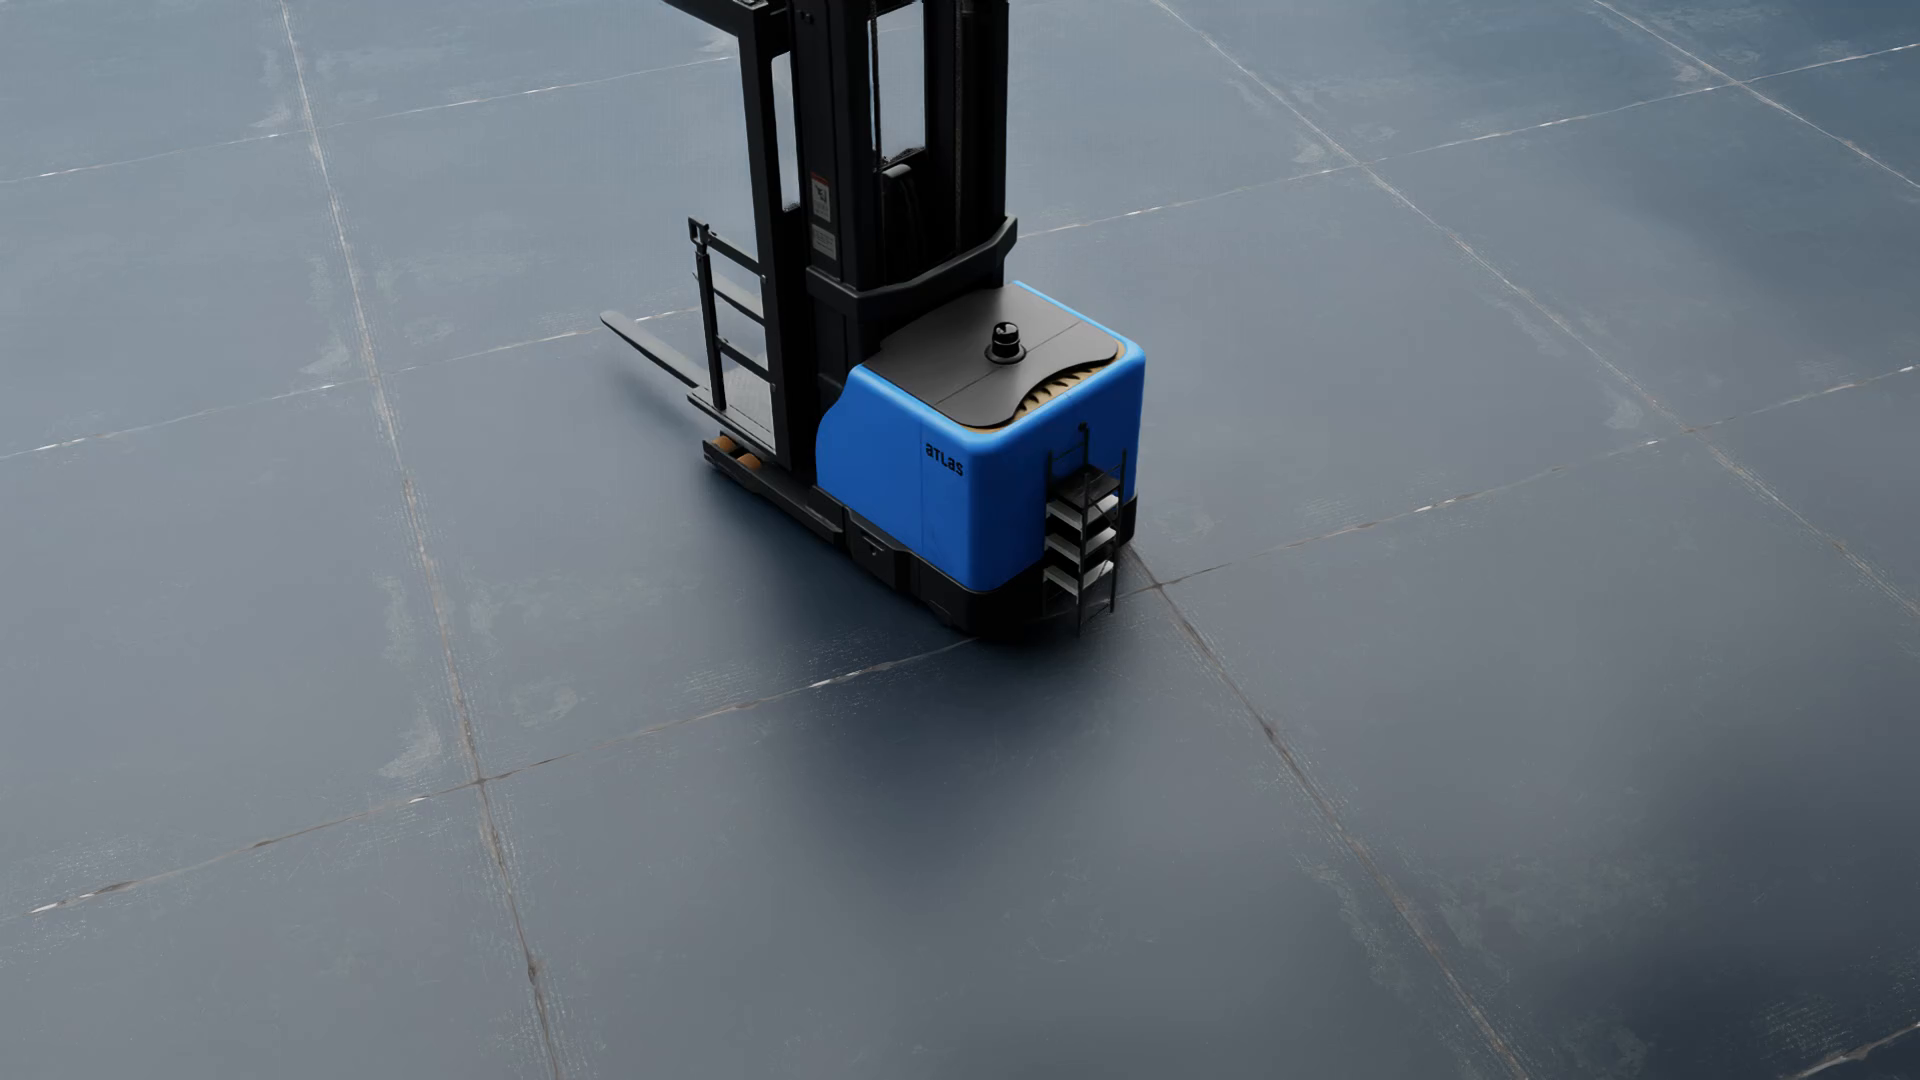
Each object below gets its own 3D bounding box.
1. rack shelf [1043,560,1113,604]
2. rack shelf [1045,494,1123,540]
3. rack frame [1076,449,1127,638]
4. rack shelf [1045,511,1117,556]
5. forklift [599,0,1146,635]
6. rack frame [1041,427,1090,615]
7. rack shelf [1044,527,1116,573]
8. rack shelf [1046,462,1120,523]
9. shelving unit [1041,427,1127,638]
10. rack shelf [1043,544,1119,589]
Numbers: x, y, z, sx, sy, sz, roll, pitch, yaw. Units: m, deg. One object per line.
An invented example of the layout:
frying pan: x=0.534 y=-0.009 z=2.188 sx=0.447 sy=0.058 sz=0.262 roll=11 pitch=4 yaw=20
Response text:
rack shelf: x=0.516 y=0.142 z=7.141 sx=0.258 sy=0.077 sz=0.200 roll=-33 pitch=50 yaw=-32
rack shelf: x=0.516 y=-0.131 z=6.906 sx=0.258 sy=0.077 sz=0.200 roll=-33 pitch=50 yaw=-32
rack frame: x=0.587 y=0.027 z=6.947 sx=0.240 sy=0.900 sz=0.006 roll=-33 pitch=50 yaw=-32
rack shelf: x=0.516 y=-0.063 z=6.965 sx=0.258 sy=0.077 sz=0.200 roll=-33 pitch=50 yaw=-32
forklift: x=-0.592 y=-1.567 z=7.242 sx=1.130 sy=2.935 sz=3.031 roll=-33 pitch=50 yaw=-32
rack frame: x=0.445 y=-0.068 z=7.057 sx=0.240 sy=0.900 sz=0.006 roll=-33 pitch=50 yaw=-32
rack shelf: x=0.516 y=0.005 z=7.024 sx=0.258 sy=0.077 sz=0.200 roll=-33 pitch=50 yaw=-32
rack shelf: x=0.516 y=-0.200 z=6.848 sx=0.258 sy=0.077 sz=0.200 roll=-33 pitch=50 yaw=-32
shelving unit: x=0.516 y=-0.020 z=7.002 sx=0.258 sy=0.900 sz=0.210 roll=-33 pitch=50 yaw=-32
rack shelf: x=0.516 y=0.073 z=7.082 sx=0.258 sy=0.077 sz=0.200 roll=-33 pitch=50 yaw=-32
